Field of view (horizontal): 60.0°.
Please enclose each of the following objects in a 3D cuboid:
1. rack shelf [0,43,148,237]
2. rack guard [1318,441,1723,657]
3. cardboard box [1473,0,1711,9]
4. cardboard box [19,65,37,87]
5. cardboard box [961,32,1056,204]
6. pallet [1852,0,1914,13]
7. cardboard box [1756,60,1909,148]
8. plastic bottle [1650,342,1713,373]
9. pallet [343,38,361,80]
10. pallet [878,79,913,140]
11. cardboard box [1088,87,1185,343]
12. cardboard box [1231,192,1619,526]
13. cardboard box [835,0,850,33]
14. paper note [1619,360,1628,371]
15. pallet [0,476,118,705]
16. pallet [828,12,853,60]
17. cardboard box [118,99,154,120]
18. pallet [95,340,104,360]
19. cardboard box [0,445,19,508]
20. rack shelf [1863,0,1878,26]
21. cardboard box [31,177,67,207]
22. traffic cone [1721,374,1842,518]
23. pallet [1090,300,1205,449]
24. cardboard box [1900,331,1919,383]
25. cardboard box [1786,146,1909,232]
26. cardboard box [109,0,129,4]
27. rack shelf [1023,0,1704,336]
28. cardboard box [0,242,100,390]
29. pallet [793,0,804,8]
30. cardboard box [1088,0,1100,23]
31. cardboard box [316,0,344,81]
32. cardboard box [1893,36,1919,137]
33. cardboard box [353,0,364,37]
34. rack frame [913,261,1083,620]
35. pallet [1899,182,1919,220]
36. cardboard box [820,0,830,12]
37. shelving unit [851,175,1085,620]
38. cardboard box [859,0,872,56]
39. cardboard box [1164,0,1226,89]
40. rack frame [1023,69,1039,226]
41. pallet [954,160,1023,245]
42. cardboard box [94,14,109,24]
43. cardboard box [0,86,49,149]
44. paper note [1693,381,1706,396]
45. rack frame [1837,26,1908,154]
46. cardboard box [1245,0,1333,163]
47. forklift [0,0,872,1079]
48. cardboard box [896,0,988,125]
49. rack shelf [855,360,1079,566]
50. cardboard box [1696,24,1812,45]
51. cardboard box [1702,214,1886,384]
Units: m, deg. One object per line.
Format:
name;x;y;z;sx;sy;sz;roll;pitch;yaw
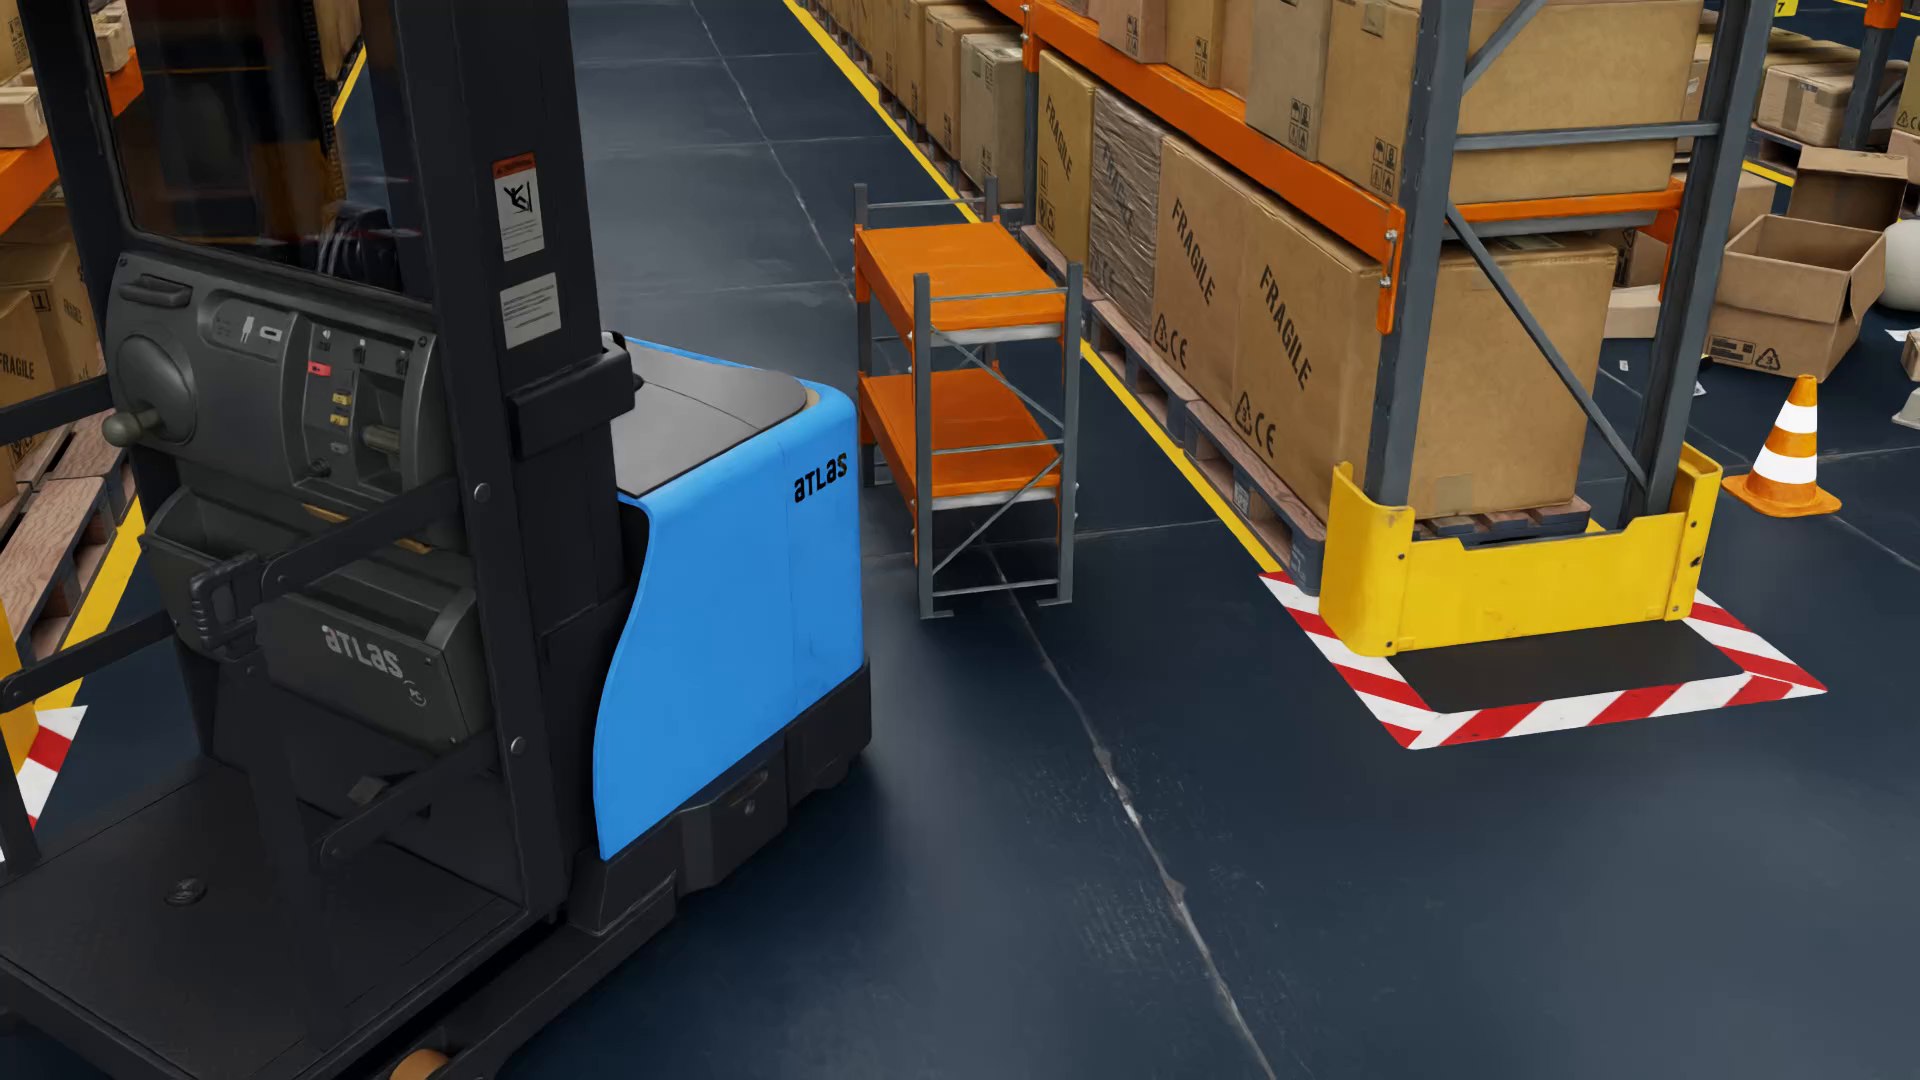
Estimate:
rack shelf;-3.577;-1.221;5.638;1.077;0.370;4.000;-6;27;-12
rack guard;1.735;0.003;5.188;1.175;0.500;0.348;-6;27;-12
cardboard box;1.683;-1.839;4.699;0.875;0.550;0.550;-6;27;-12
cardboard box;-3.369;-1.583;5.836;0.380;0.149;0.250;-6;27;-12
cardboard box;0.600;-2.326;9.059;1.050;0.750;0.750;-6;27;-12
pallet;9.159;-5.309;16.034;1.003;0.211;1.213;-6;27;-12
cardboard box;5.507;-2.670;10.162;0.950;0.372;0.625;-6;27;-11
plastic bottle;3.130;-0.805;7.278;0.133;0.061;0.283;-16;31;-29
pallet;-5.304;-3.819;13.082;1.003;0.211;1.213;-6;27;-12
pallet;0.031;-3.036;11.532;1.003;0.211;1.213;-6;27;-12
cardboard box;1.108;-1.439;7.165;0.875;0.875;0.875;-6;27;-11
cardboard box;1.512;-0.653;5.607;0.875;0.875;0.875;-6;27;-11
cardboard box;-0.725;-4.428;13.501;0.500;0.500;0.500;-7;28;-14
paper note;2.893;-0.761;7.247;0.032;0.001;0.123;8;28;15
pallet;-3.292;0.188;5.144;1.003;0.211;1.213;-6;27;-12
pallet;-0.520;-4.268;13.971;1.003;0.211;1.213;-6;27;-12
cardboard box;-4.234;-1.983;8.636;0.700;0.500;0.500;-6;27;-12
pallet;-3.841;-0.884;7.266;1.003;0.211;1.213;-6;27;-12
cardboard box;-3.418;-0.270;5.264;0.500;0.500;0.500;1;27;2
rack shelf;5.177;-3.983;11.110;1.077;0.370;4.000;-6;27;-12
cardboard box;-3.976;-1.312;7.328;0.500;0.500;0.500;-7;28;-13
traffic cone;2.993;-0.368;5.965;0.336;0.463;0.334;-6;27;-12
pallet;1.202;-0.756;7.013;1.003;0.211;1.213;-6;27;-12
cardboard box;4.266;-0.767;7.105;0.380;0.149;0.250;8;28;15
cardboard box;4.544;-1.703;8.566;0.500;0.500;0.500;13;30;24
cardboard box;-3.692;-2.243;7.144;0.380;0.149;0.250;-6;27;-12
rack shelf;1.279;-1.680;6.548;1.077;0.370;4.000;-6;27;-12
cardboard box;-3.623;-0.796;6.307;0.500;0.500;0.500;-8;28;-16
pallet;-1.161;-5.437;16.288;1.003;0.211;1.213;-6;27;-12
cardboard box;1.069;-2.546;7.299;0.875;0.550;0.550;-6;27;-12
cardboard box;-5.064;-3.720;11.683;1.225;0.875;0.875;-7;28;-14
cardboard box;5.498;-2.434;8.997;0.500;0.500;0.500;-5;27;-9
cardboard box;-5.464;-4.500;13.228;1.225;0.875;0.875;-7;28;-13
rack frame;0.113;-0.282;5.060;0.500;1.125;0.032;-6;27;-12
pallet;5.814;-1.890;9.260;1.003;0.211;1.213;-6;27;-12
cardboard box;-0.946;-4.879;14.396;0.500;0.500;0.500;-5;27;-9
shelving unit;-0.002;-0.505;5.502;0.538;1.125;1.048;-6;27;-12
cardboard box;-0.477;-3.969;12.592;0.500;0.500;0.500;-6;27;-12
cardboard box;1.293;-2.075;6.365;0.875;0.550;0.500;-6;27;-12
rack frame;0.828;-2.879;8.125;1.000;3.000;0.127;-6;27;-12
pallet;0.581;-1.965;9.409;1.003;0.211;1.213;-6;27;-12
cardboard box;-3.647;-2.016;6.695;0.380;0.149;0.250;-6;27;-12
cardboard box;-3.201;-1.369;5.413;0.380;0.149;0.250;-6;27;-12
paper note;3.039;-0.639;6.985;0.144;0.017;0.142;3;27;6
rack frame;5.628;-3.426;9.209;1.000;3.000;0.127;-6;27;-12
cardboard box;1.456;-1.587;5.400;0.875;0.550;0.550;-6;27;-12
forklift;-1.453;-0.274;3.041;1.130;2.935;3.031;16;31;29
cardboard box;0.176;-3.158;10.709;1.050;0.750;0.750;-6;27;-11
rack shelf;-0.002;-0.287;5.613;0.538;0.278;1.000;-6;27;-12
cardboard box;5.183;-3.291;11.391;0.950;0.372;0.625;-5;27;-10
cardboard box;3.667;-1.070;7.311;0.637;0.503;0.797;19;32;32
